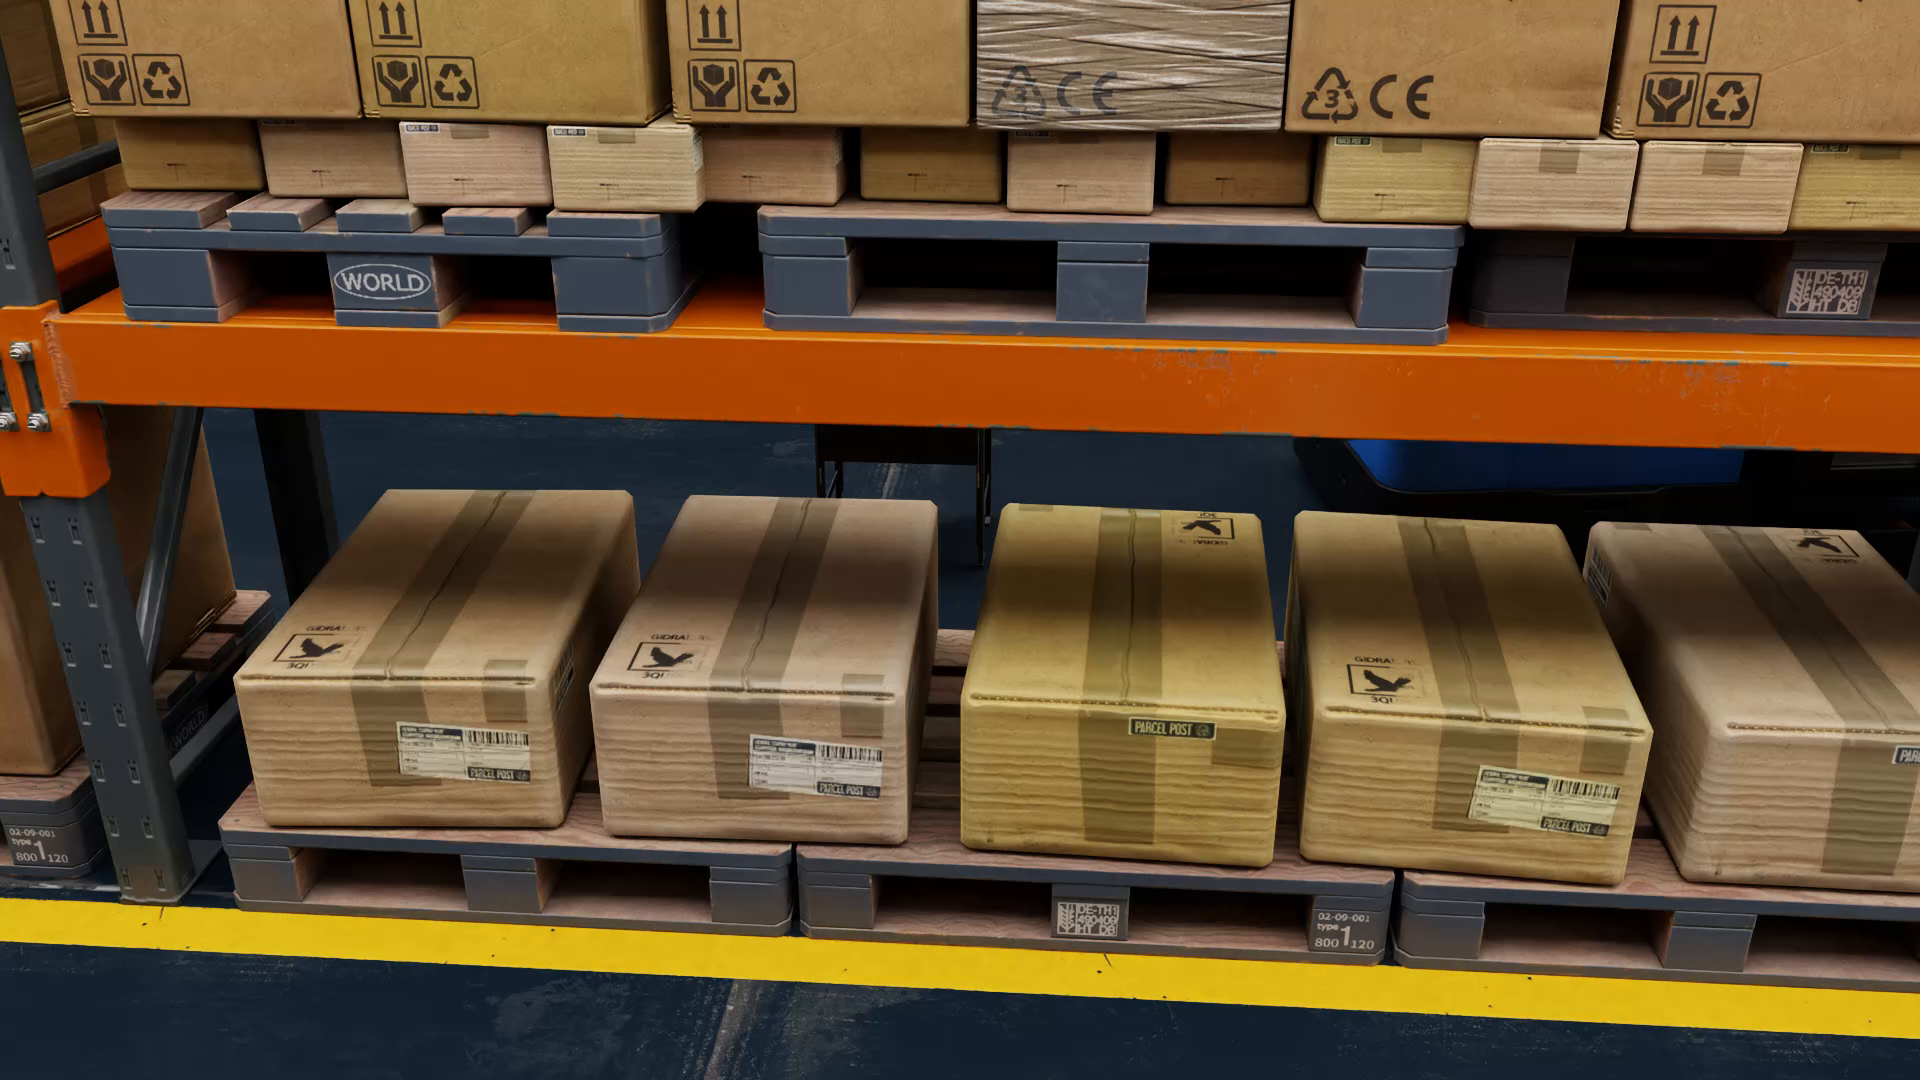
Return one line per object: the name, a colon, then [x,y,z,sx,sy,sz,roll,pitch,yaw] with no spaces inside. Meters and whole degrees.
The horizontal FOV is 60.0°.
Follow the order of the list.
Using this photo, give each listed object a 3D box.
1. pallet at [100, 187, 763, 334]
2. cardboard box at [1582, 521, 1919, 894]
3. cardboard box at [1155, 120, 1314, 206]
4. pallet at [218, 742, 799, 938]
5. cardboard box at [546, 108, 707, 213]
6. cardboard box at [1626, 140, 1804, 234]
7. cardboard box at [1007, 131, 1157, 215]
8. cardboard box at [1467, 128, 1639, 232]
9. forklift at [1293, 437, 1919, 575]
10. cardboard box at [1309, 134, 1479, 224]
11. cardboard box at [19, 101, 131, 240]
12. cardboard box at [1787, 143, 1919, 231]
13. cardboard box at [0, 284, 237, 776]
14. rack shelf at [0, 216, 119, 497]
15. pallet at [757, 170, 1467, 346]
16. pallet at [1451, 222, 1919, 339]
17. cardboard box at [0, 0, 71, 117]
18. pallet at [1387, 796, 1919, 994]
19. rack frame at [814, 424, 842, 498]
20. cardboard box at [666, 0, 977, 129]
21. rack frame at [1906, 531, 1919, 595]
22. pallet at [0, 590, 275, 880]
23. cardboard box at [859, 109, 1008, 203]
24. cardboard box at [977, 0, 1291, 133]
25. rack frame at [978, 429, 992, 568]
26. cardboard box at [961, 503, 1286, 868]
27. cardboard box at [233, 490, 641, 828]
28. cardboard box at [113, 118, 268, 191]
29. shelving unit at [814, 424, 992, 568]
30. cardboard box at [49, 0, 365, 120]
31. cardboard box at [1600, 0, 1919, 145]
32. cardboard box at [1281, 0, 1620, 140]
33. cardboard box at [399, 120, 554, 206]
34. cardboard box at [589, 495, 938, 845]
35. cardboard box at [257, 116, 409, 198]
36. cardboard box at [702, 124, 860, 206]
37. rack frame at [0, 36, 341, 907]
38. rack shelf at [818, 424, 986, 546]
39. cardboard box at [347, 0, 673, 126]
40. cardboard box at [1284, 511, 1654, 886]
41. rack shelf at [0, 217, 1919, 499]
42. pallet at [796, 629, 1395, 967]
pallet: [-0.974,-0.724,3.464,1.003,0.211,1.213,2,25,4]
cardboard box: [1.773,0.326,3.595,0.625,0.372,0.950,2,25,5]
cardboard box: [0.491,-0.729,3.045,0.250,0.149,0.380,1,25,2]
pallet: [-0.913,0.503,3.904,1.213,0.211,1.003,2,25,4]
cardboard box: [-0.561,-0.710,3.002,0.250,0.149,0.380,2,25,4]
cardboard box: [1.240,-0.648,2.869,0.250,0.149,0.380,1,25,3]
cardboard box: [0.225,-0.706,2.994,0.250,0.149,0.380,3,25,6]
cardboard box: [0.986,-0.655,2.884,0.250,0.149,0.380,2,25,4]
forklift: [2.694,-1.443,4.880,3.031,2.935,1.130,-2,25,-4]
cardboard box: [0.746,-0.678,2.933,0.250,0.149,0.380,2,25,4]
cardboard box: [-2.161,-0.842,3.670,0.500,0.250,0.500,1,25,3]
cardboard box: [1.500,-0.655,2.884,0.250,0.149,0.380,1,25,2]
cardboard box: [-2.375,-0.072,3.857,0.875,0.875,0.875,2,25,4]
rack shelf: [-3.686,-0.527,3.666,4.000,0.370,1.077,2,25,4]
pallet: [0.285,-0.656,3.317,1.213,0.211,1.003,2,25,4]
pallet: [1.545,-0.659,3.324,1.213,0.211,1.003,2,25,4]
cardboard box: [-2.179,-1.067,3.563,0.500,0.250,0.500,2,25,4]
pallet: [1.520,0.581,3.735,1.213,0.211,1.003,2,25,4]
rack frame: [-0.408,-0.967,4.840,0.015,2.100,0.400,2,25,4]
cardboard box: [-0.211,-1.022,2.904,0.500,0.500,0.500,2,25,5]
rack frame: [2.296,-0.661,3.099,0.127,3.000,1.000,2,25,4]
pallet: [-2.473,0.421,4.083,1.213,0.211,1.003,2,25,4]
cardboard box: [-0.030,-0.742,3.072,0.250,0.149,0.380,3,25,6]
cardboard box: [0.287,-1.003,2.863,0.500,0.500,0.500,1,25,2]
rack frame: [0.078,-0.951,4.806,0.015,2.100,0.400,2,25,4]
cardboard box: [0.362,0.283,3.688,0.625,0.372,0.950,3,25,6]
cardboard box: [-1.130,0.236,3.790,0.625,0.372,0.950,0,25,0]
cardboard box: [-1.382,-0.778,3.151,0.250,0.149,0.380,0,25,1]
shelving unit: [-0.165,-0.959,4.823,0.503,2.100,0.431,2,25,4]
cardboard box: [-1.261,-1.050,2.965,0.500,0.500,0.500,1,25,3]
cardboard box: [1.323,-0.967,2.786,0.500,0.500,0.500,2,25,4]
cardboard box: [0.809,-0.986,2.827,0.500,0.500,0.500,3,25,6]
cardboard box: [-0.834,-0.727,3.040,0.250,0.149,0.380,0,25,1]
cardboard box: [-0.393,0.256,3.746,0.625,0.372,0.950,1,25,3]
cardboard box: [-1.103,-0.755,3.101,0.250,0.149,0.380,0,25,1]
cardboard box: [-0.315,-0.734,3.056,0.250,0.149,0.380,3,25,7]
rack frame: [-1.692,-0.789,3.377,0.127,3.000,1.000,2,25,4]
rack shelf: [-0.165,-0.311,5.121,0.480,0.518,0.431,2,25,4]
cardboard box: [-0.741,-1.036,2.935,0.500,0.500,0.500,3,25,7]
cardboard box: [1.056,0.304,3.641,0.625,0.372,0.950,3,25,7]
rack shelf: [0.302,-0.399,3.388,4.000,0.370,1.077,2,25,4]
pallet: [0.300,0.543,3.817,1.213,0.211,1.003,2,25,4]
